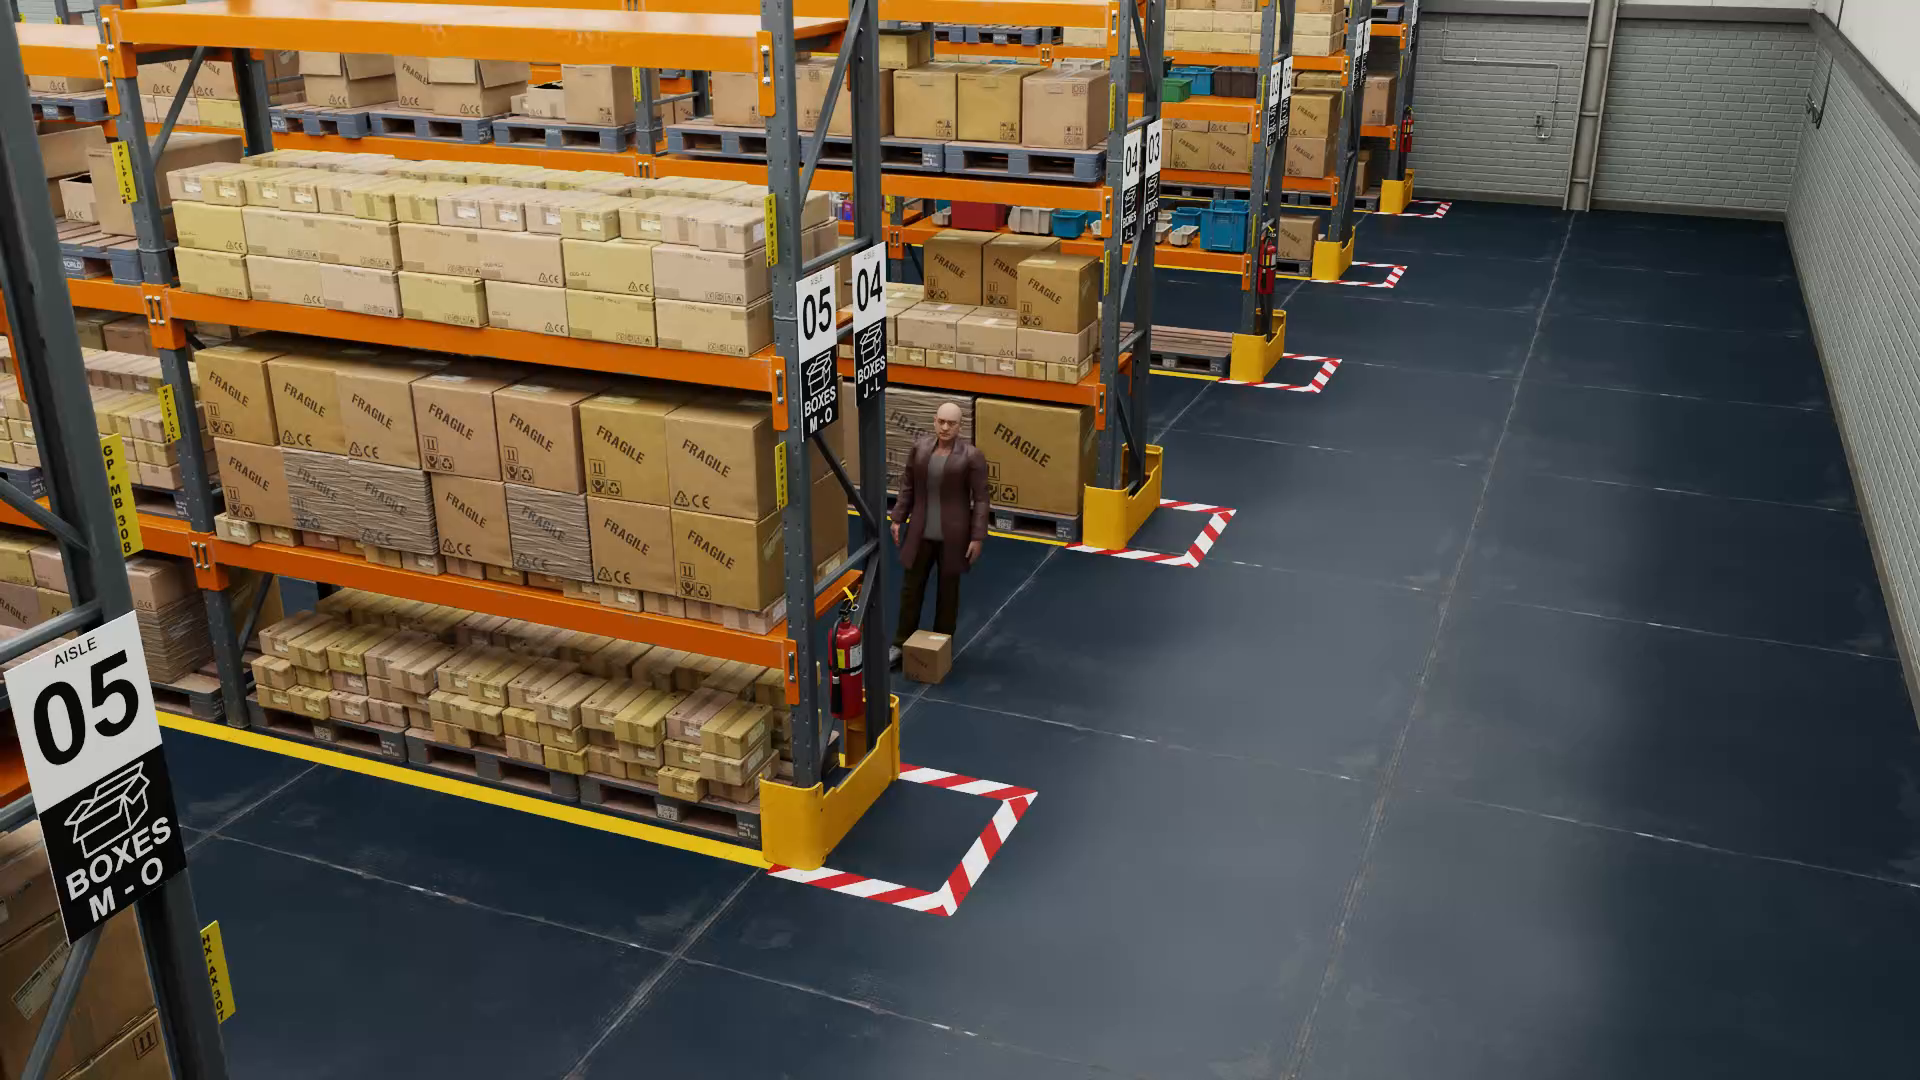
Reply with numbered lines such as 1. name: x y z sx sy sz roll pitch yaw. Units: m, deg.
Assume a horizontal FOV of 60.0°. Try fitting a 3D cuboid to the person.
1. person: -0.169 -0.007 10.958 0.698 1.779 0.579 9 24 20
